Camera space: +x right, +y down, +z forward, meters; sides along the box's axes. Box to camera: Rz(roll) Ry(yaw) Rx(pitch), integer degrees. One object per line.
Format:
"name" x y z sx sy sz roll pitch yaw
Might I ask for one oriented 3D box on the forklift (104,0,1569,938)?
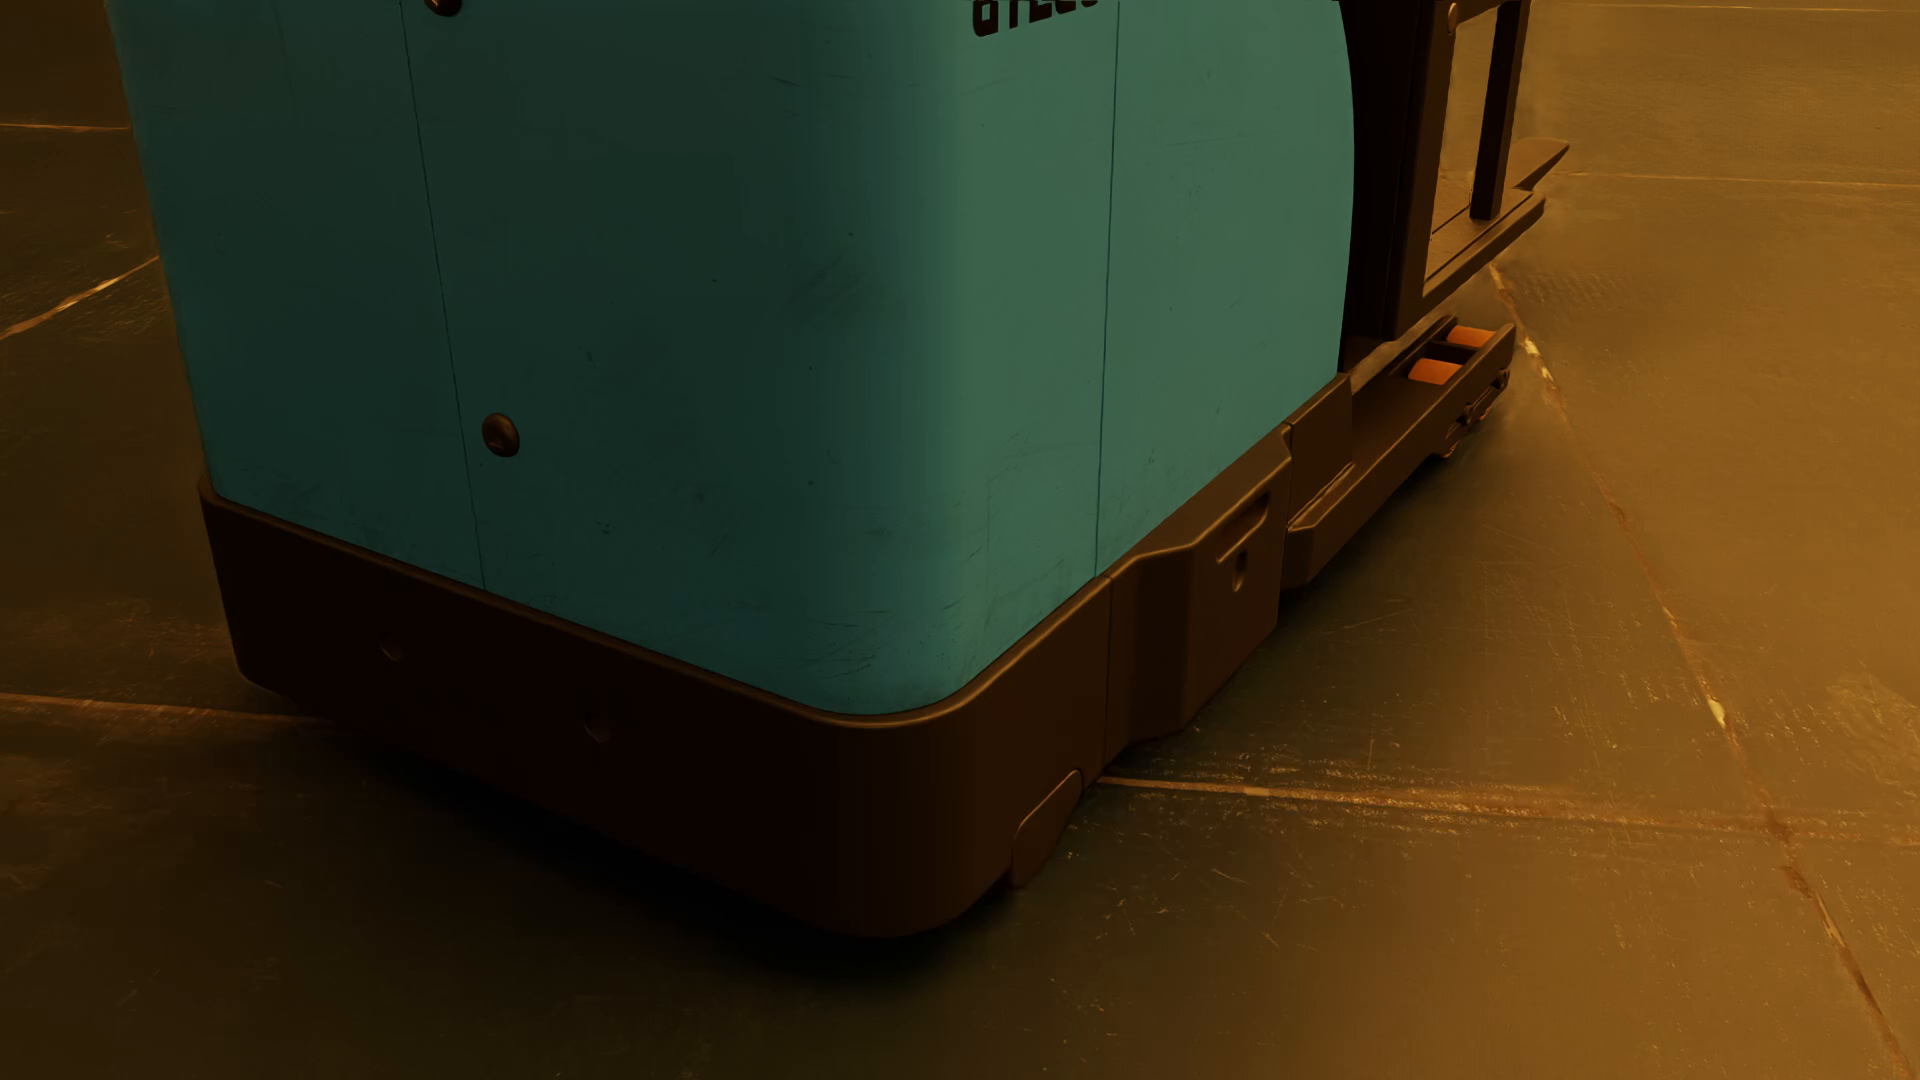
"forklift" 0.317 -1.547 2.317 1.130 2.935 3.031 16 31 28
